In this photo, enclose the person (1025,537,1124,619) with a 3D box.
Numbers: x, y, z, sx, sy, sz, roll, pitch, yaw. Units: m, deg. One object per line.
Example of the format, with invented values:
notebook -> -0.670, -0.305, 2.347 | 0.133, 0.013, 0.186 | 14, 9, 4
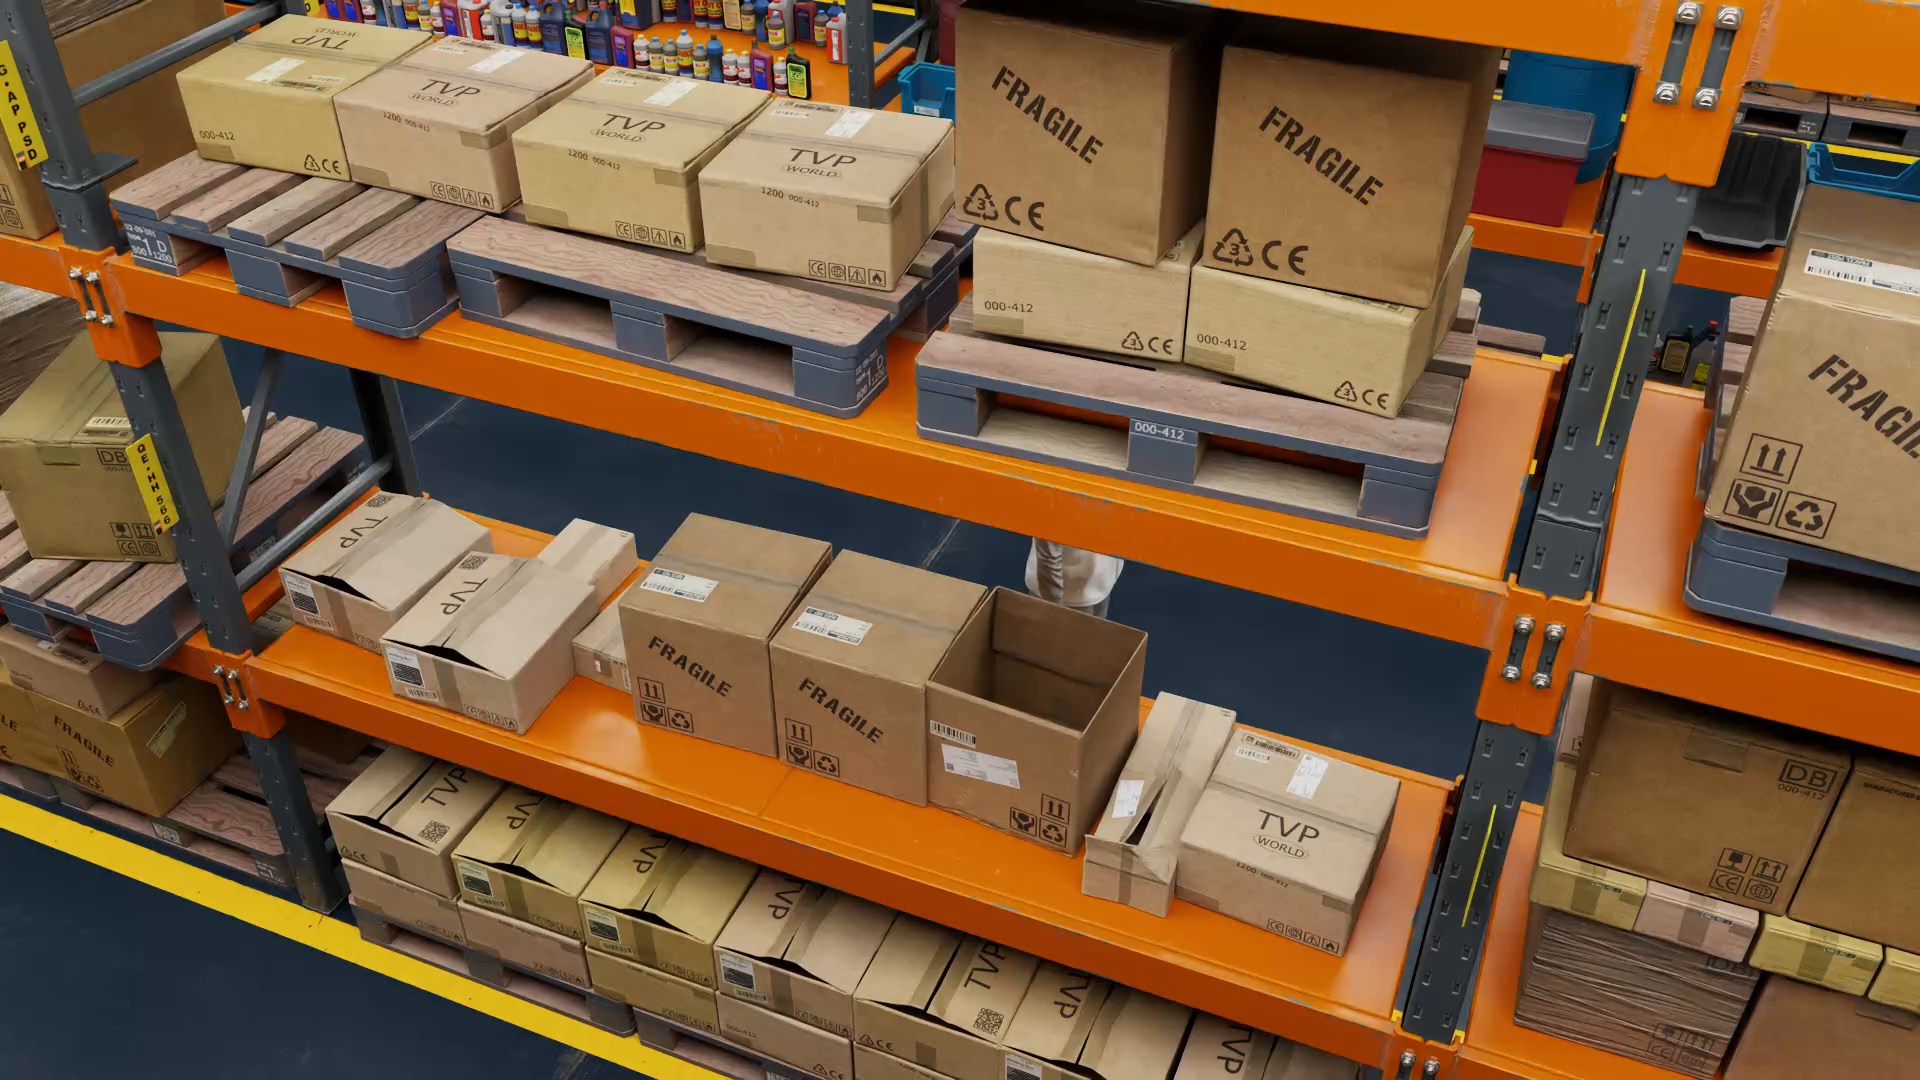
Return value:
person -> 0.460, 0.141, 6.617 | 0.359, 1.772, 0.533 | 15, 40, 19
